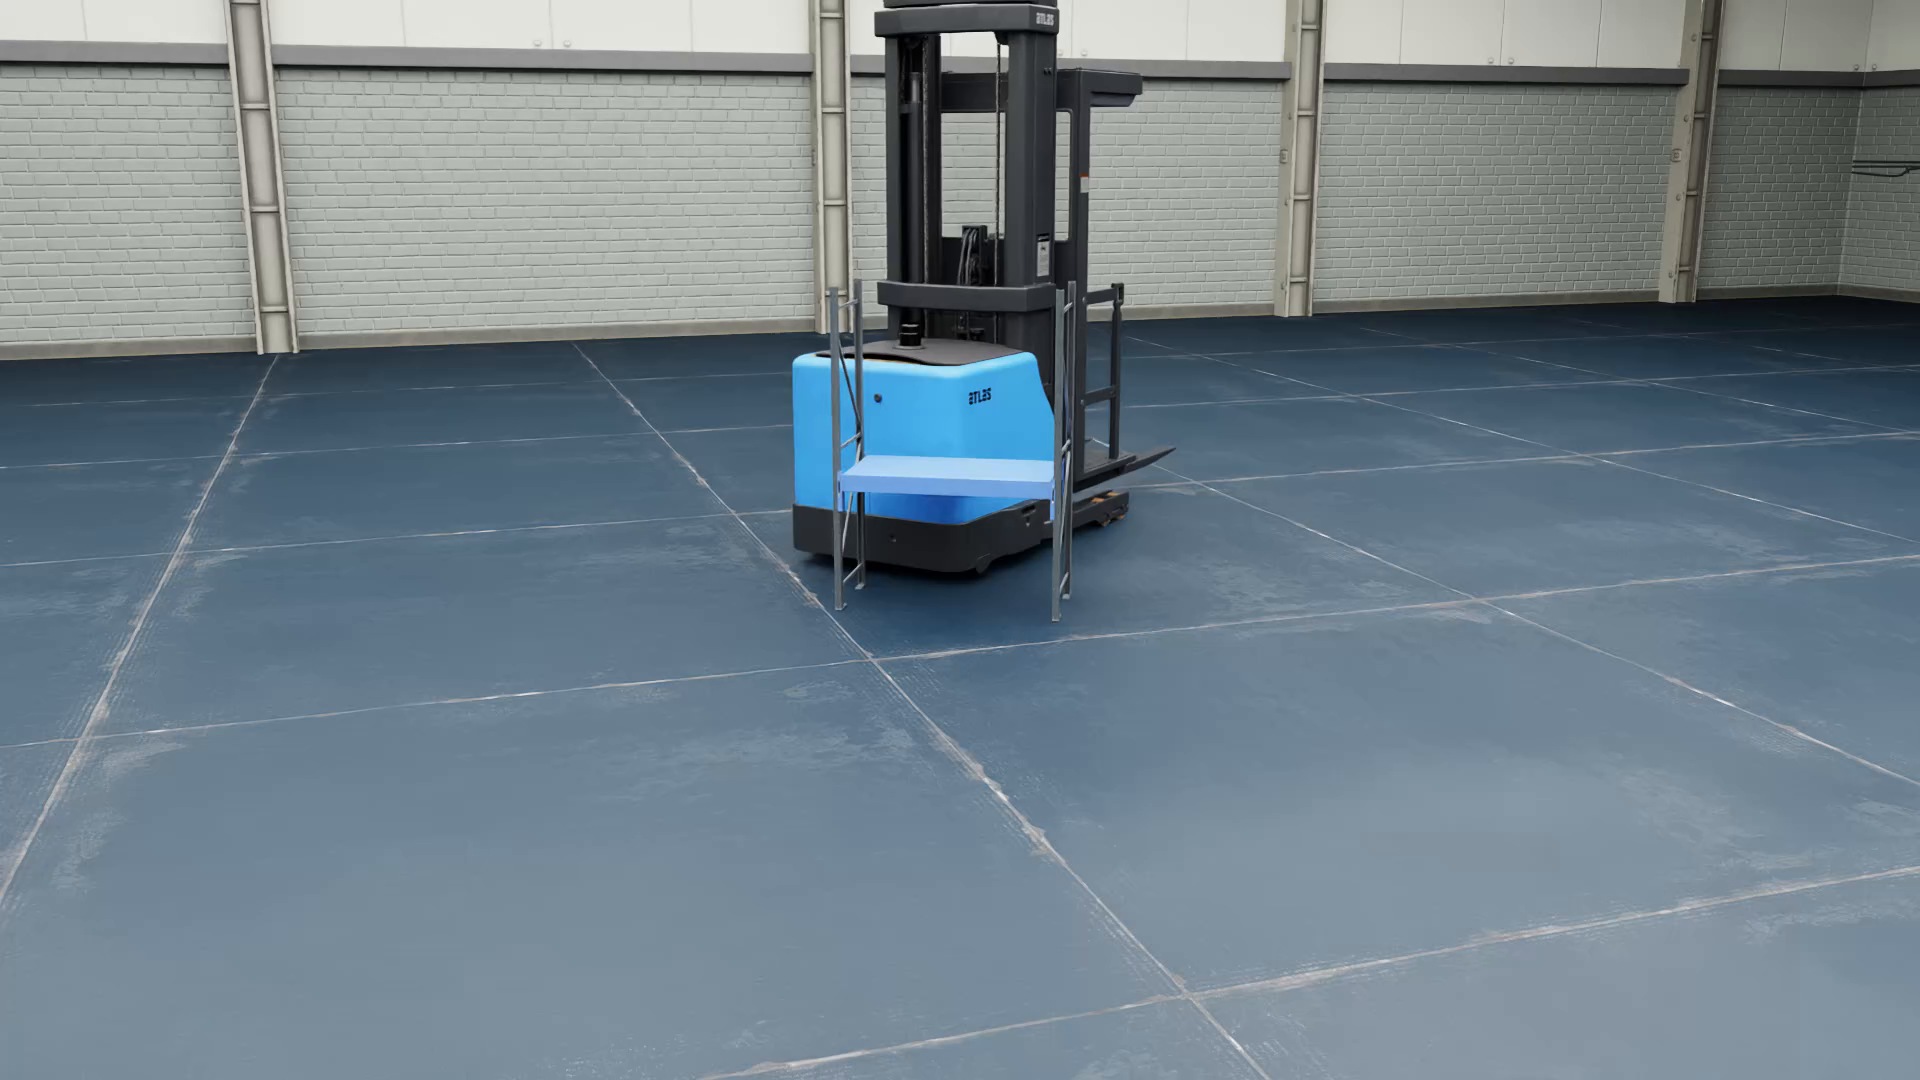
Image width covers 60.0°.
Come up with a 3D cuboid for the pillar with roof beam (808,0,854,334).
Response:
[{"bbox_3d":[-0.083,-5.850,14.292,0.400,9.000,9.100,-4,14,-18],"label":"pillar with roof beam"}]

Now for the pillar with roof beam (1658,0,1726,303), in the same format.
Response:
[{"bbox_3d":[11.290,-6.736,18.015,0.400,9.000,9.100,-4,14,-18],"label":"pillar with roof beam"}]

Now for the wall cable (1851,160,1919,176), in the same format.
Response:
[{"bbox_3d":[13.131,-6.097,22.039,0.112,2.526,3.097,-4,14,-18],"label":"wall cable"}]

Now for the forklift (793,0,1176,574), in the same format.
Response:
[{"bbox_3d":[0.325,-1.550,9.324,1.130,2.935,3.031,8,16,30],"label":"forklift"}]

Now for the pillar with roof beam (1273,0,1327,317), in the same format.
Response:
[{"bbox_3d":[5.604,-6.293,16.153,0.400,9.000,9.100,-4,14,-18],"label":"pillar with roof beam"}]

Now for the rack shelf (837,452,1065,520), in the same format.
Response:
[{"bbox_3d":[-0.024,-0.259,7.766,1.000,0.185,0.538,2,14,10],"label":"rack shelf"}]

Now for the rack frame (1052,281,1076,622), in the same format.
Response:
[{"bbox_3d":[0.477,-0.413,7.637,0.032,1.500,0.500,2,14,10],"label":"rack frame"}]

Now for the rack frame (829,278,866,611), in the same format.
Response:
[{"bbox_3d":[-0.524,-0.455,7.813,0.032,1.500,0.500,2,14,10],"label":"rack frame"}]

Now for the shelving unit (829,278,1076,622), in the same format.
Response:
[{"bbox_3d":[-0.024,-0.434,7.725,1.048,1.500,0.538,2,14,10],"label":"shelving unit"}]

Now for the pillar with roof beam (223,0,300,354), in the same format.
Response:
[{"bbox_3d":[-5.770,-5.407,12.430,0.400,9.000,9.100,-4,14,-18],"label":"pillar with roof beam"}]
